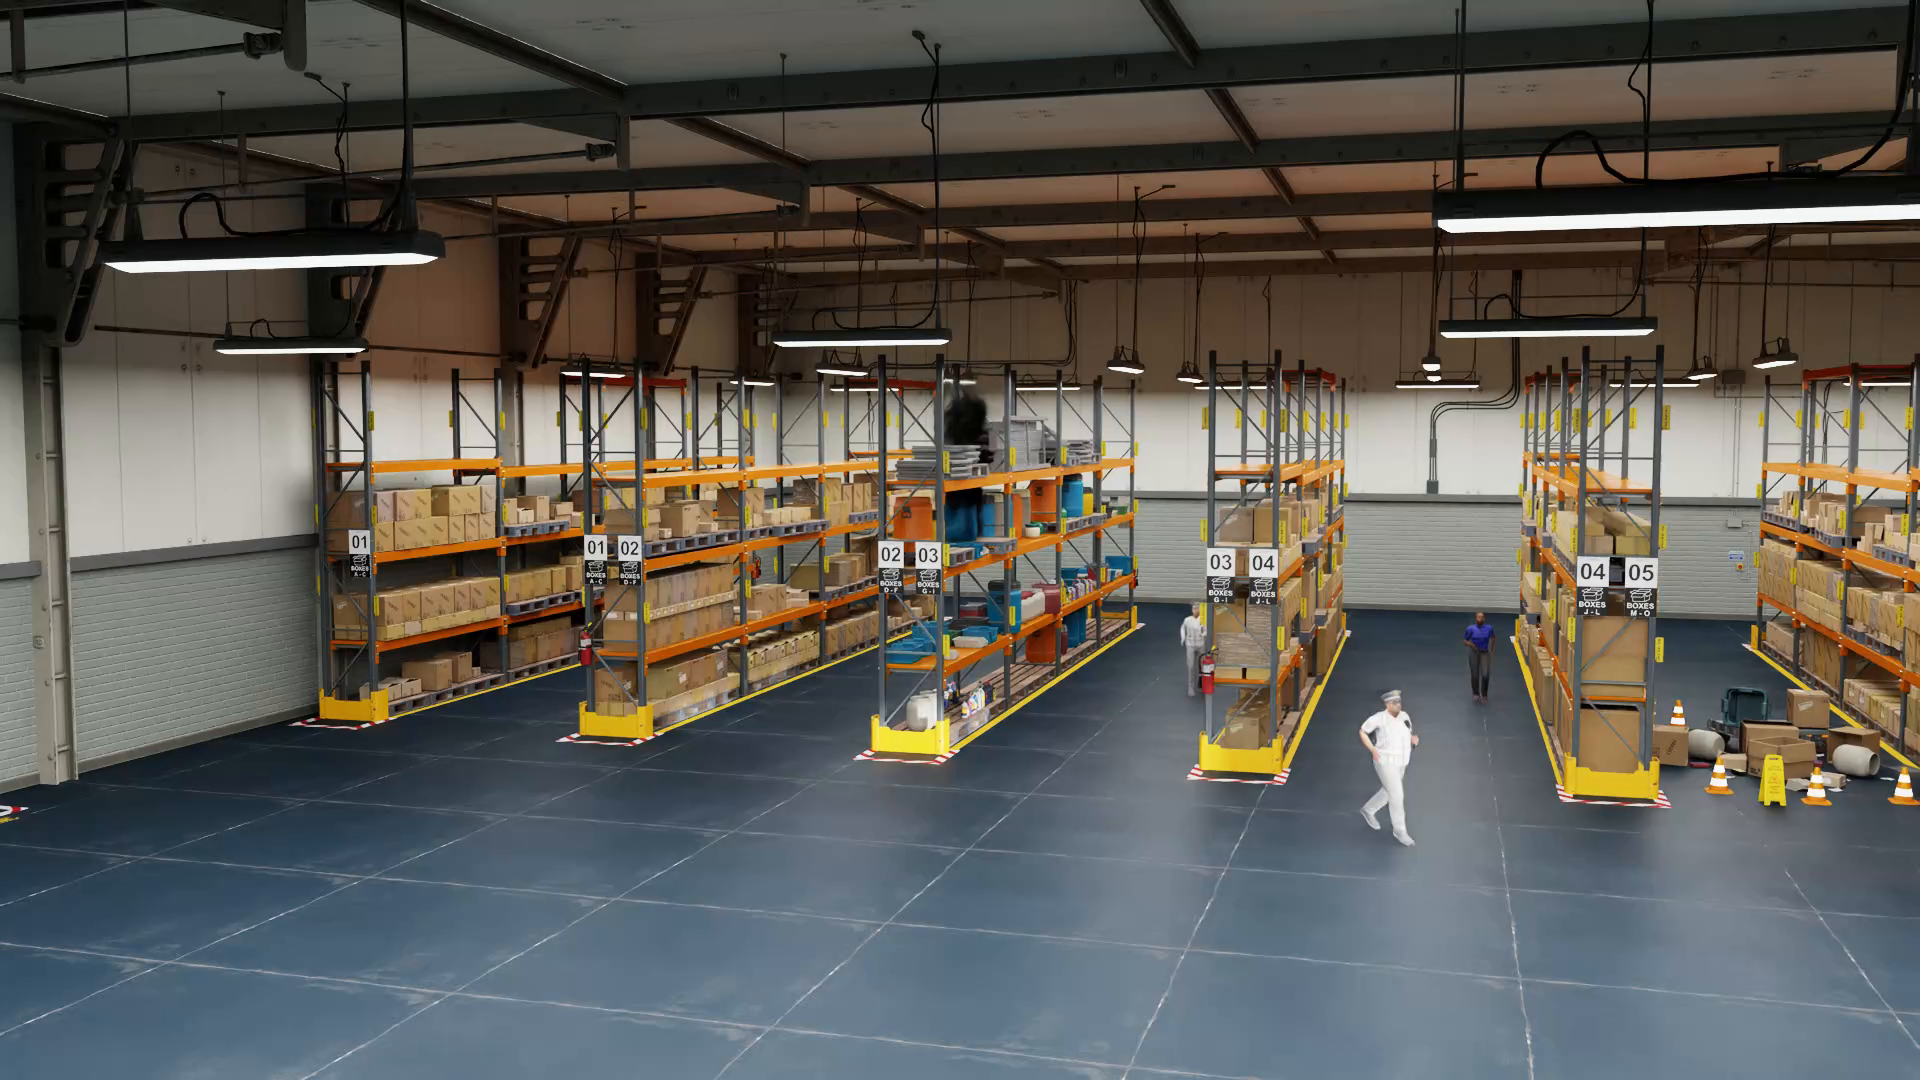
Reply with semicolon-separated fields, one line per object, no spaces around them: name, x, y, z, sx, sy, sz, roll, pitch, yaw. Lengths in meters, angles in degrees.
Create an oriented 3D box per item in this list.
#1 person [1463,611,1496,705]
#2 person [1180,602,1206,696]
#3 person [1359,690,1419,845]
person;9.191;2.095;29.423;0.572;1.683;0.697;1;4;13
person;4.322;1.960;30.445;0.611;1.682;0.906;1;4;12
person;5.191;2.688;20.007;0.640;1.818;0.889;-3;5;-33
